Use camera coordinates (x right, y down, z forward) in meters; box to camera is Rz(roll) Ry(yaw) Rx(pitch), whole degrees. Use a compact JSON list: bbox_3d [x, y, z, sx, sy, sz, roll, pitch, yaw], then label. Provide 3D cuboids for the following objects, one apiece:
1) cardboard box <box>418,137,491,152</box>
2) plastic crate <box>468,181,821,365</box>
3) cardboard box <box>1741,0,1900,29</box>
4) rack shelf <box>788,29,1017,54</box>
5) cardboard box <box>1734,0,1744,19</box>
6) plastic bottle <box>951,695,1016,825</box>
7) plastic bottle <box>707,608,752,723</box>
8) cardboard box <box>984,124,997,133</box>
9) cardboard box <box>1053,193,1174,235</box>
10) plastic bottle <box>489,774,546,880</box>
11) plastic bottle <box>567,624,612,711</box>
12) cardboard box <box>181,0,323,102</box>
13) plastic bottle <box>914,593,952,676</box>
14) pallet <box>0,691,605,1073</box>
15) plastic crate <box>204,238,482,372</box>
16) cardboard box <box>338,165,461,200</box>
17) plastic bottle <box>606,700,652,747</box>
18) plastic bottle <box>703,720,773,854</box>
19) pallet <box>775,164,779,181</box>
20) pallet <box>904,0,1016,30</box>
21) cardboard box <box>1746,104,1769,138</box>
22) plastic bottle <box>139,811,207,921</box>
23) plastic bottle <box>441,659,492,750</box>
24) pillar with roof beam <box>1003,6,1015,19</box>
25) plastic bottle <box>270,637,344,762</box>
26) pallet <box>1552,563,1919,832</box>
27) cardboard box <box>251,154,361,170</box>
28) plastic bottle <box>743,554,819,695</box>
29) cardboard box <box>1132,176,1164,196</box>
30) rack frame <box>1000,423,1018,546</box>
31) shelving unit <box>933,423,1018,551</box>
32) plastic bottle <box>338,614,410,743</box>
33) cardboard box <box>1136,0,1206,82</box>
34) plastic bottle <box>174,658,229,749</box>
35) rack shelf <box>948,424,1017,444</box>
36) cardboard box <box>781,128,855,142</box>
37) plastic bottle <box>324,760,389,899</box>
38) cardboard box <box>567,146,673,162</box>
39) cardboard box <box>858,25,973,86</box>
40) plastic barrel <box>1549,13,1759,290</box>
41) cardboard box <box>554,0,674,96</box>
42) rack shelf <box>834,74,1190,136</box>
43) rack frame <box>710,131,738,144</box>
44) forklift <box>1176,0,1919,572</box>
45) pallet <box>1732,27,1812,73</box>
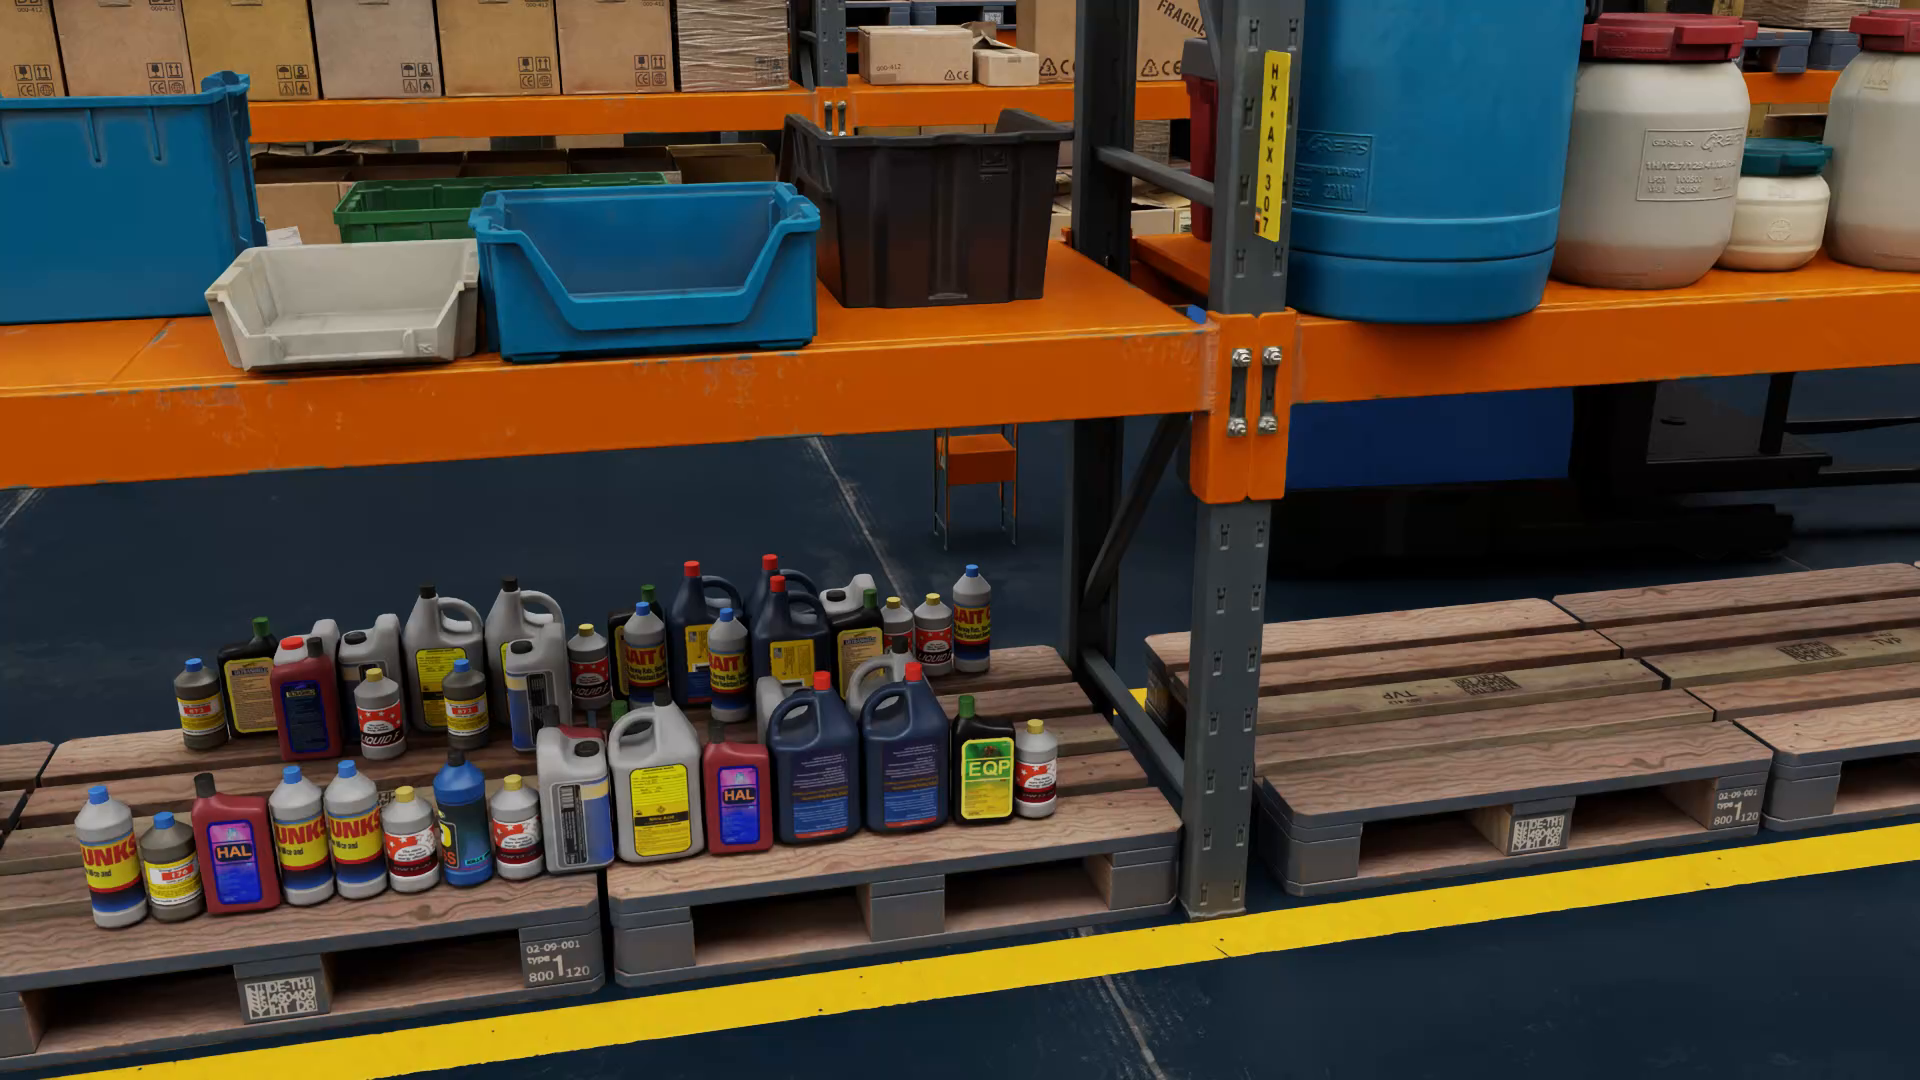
[{"bbox_3d":[-3.757,-2.902,12.369,0.500,0.500,0.700,-6,21,-16],"label":"cardboard box"},{"bbox_3d":[-0.573,-0.510,3.061,0.616,0.251,0.499,-5,21,-12],"label":"plastic crate"},{"bbox_3d":[4.719,-3.073,9.087,0.500,0.500,0.700,-1,20,-2],"label":"cardboard box"},{"bbox_3d":[0.108,-3.895,13.132,4.000,0.370,1.077,-5,21,-12],"label":"rack shelf"},{"bbox_3d":[6.479,-4.886,14.355,0.700,0.700,0.980,-4,21,-12],"label":"cardboard box"},{"bbox_3d":[0.049,0.459,3.509,0.133,0.283,0.061,-4,20,-10],"label":"plastic bottle"},{"bbox_3d":[-0.553,0.293,3.980,0.097,0.271,0.097,0,20,0],"label":"plastic bottle"},{"bbox_3d":[0.361,-3.299,13.453,0.500,0.500,0.700,-5,21,-13],"label":"cardboard box"},{"bbox_3d":[0.757,-1.614,8.433,0.500,0.311,0.500,-5,21,-14],"label":"cardboard box"},{"bbox_3d":[-0.888,0.568,3.333,0.097,0.201,0.097,0,20,0],"label":"plastic bottle"},{"bbox_3d":[-0.904,0.304,4.053,0.097,0.201,0.097,0,20,0],"label":"plastic bottle"},{"bbox_3d":[-3.135,-2.260,7.478,0.500,0.500,0.700,-5,21,-12],"label":"cardboard box"},{"bbox_3d":[-0.068,0.236,4.239,0.097,0.201,0.097,0,20,0],"label":"plastic bottle"},{"bbox_3d":[-1.411,0.688,3.629,1.213,0.211,1.003,-5,21,-12],"label":"pallet"},{"bbox_3d":[-1.080,-0.421,2.986,0.437,0.136,0.530,-5,21,-12],"label":"plastic crate"},{"bbox_3d":[-2.554,-1.444,7.692,0.500,0.500,0.500,-5,21,-12],"label":"cardboard box"},{"bbox_3d":[-0.668,0.467,3.489,0.133,0.283,0.061,-5,21,-12],"label":"plastic bottle"},{"bbox_3d":[-0.455,0.500,3.397,0.133,0.283,0.061,-3,20,-9],"label":"plastic bottle"},{"bbox_3d":[-1.081,-2.827,13.225,1.213,0.211,1.003,-5,21,-12],"label":"pallet"},{"bbox_3d":[0.138,-4.130,13.008,1.213,0.211,1.003,-5,21,-12],"label":"pallet"},{"bbox_3d":[6.699,-3.756,14.730,0.500,0.500,0.700,-4,21,-12],"label":"cardboard box"},{"bbox_3d":[-1.514,0.619,3.194,0.097,0.201,0.097,0,20,0],"label":"plastic bottle"},{"bbox_3d":[-1.147,0.375,3.860,0.097,0.201,0.097,0,20,0],"label":"plastic bottle"},{"bbox_3d":[1.581,-5.953,8.984,0.400,9.000,9.100,-5,21,-12],"label":"pillar with roof beam"},{"bbox_3d":[-1.488,0.360,3.780,0.133,0.283,0.061,-5,21,-12],"label":"plastic bottle"},{"bbox_3d":[2.387,0.378,4.475,1.213,0.211,1.003,-5,21,-12],"label":"pallet"},{"bbox_3d":[-3.164,-1.584,8.075,0.500,0.500,0.500,-5,21,-12],"label":"cardboard box"},{"bbox_3d":[-0.439,0.204,4.108,0.185,0.351,0.144,-4,21,-11],"label":"plastic bottle"},{"bbox_3d":[1.115,-1.834,9.033,0.500,0.311,0.500,-5,21,-13],"label":"cardboard box"},{"bbox_3d":[0.171,-0.507,5.672,0.008,1.050,0.200,-5,21,-12],"label":"rack frame"},{"bbox_3d":[0.052,-0.497,5.646,0.252,1.050,0.215,-5,21,-12],"label":"shelving unit"},{"bbox_3d":[-1.378,0.317,3.909,0.135,0.276,0.152,-5,21,-14],"label":"plastic bottle"},{"bbox_3d":[1.057,-2.600,8.406,0.500,0.500,0.500,-5,21,-12],"label":"cardboard box"},{"bbox_3d":[-1.765,0.374,3.862,0.097,0.201,0.097,0,20,0],"label":"plastic bottle"},{"bbox_3d":[0.052,-0.487,5.649,0.240,0.259,0.215,-5,21,-12],"label":"rack shelf"},{"bbox_3d":[-1.126,-3.171,13.105,0.500,0.500,0.700,-4,20,-11],"label":"cardboard box"},{"bbox_3d":[-1.184,0.559,3.255,0.097,0.271,0.097,0,20,0],"label":"plastic bottle"},{"bbox_3d":[-1.703,-1.701,8.393,0.500,0.500,0.500,-5,21,-12],"label":"cardboard box"},{"bbox_3d":[-0.226,-2.400,8.222,0.500,0.250,0.500,-3,20,-9],"label":"cardboard box"},{"bbox_3d":[1.423,-0.824,3.506,0.433,0.535,0.433,0,20,0],"label":"plastic barrel"},{"bbox_3d":[-1.637,-2.382,7.812,0.500,0.500,0.700,-5,21,-13],"label":"cardboard box"},{"bbox_3d":[1.252,-2.237,8.606,4.000,0.370,1.077,-5,21,-12],"label":"rack shelf"},{"bbox_3d":[-1.838,-4.074,12.576,0.127,3.000,1.000,-5,21,-12],"label":"rack frame"},{"bbox_3d":[2.376,-1.485,5.606,3.031,2.935,1.130,-3,20,-7],"label":"forklift"},{"bbox_3d":[3.842,-2.720,9.158,1.003,0.211,1.213,-5,21,-12],"label":"pallet"}]
